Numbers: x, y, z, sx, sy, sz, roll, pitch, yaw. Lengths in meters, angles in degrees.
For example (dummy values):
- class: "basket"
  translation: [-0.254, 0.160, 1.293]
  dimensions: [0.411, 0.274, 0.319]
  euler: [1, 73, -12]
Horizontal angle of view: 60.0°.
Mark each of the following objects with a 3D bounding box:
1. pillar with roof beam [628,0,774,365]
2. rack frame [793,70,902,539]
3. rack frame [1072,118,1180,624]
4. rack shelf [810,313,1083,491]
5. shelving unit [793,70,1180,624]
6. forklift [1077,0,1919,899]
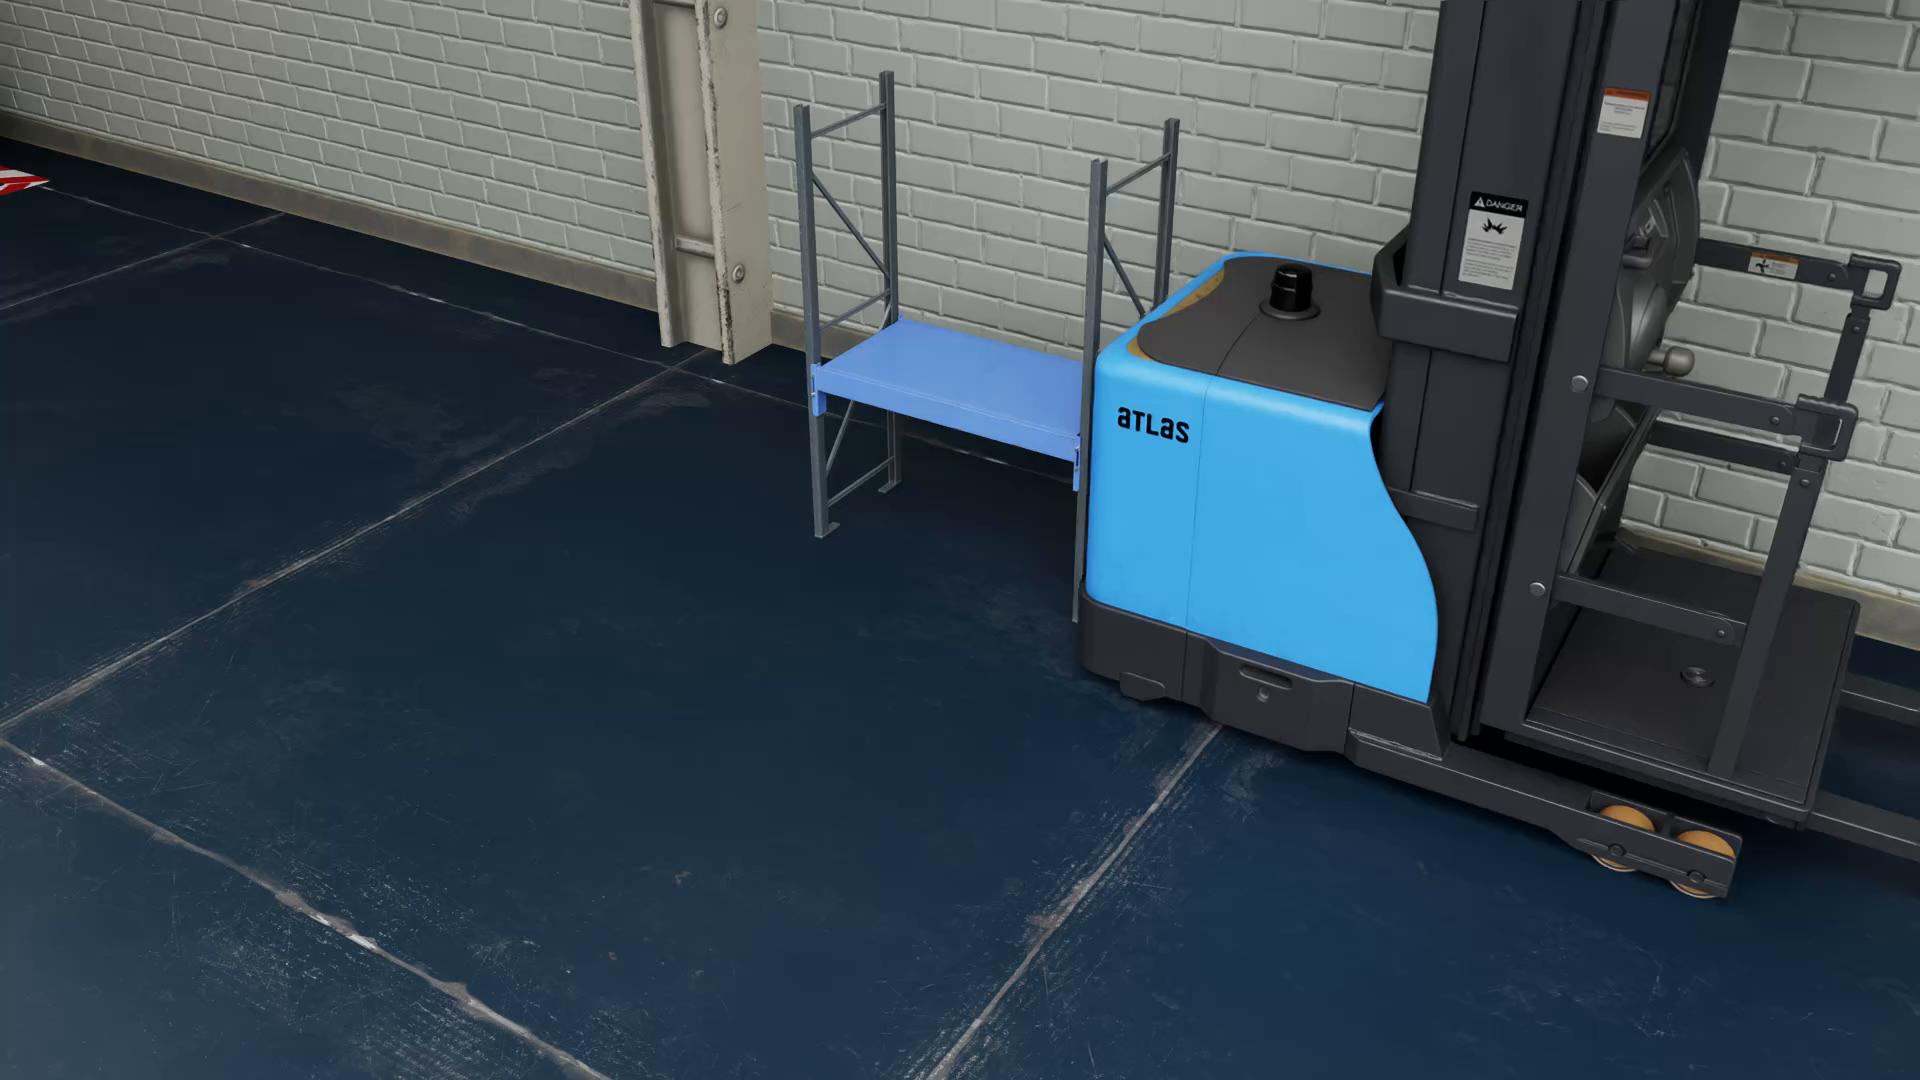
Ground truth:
- class: "pillar with roof beam"
  translation: [-3.335, -2.907, 1.803]
  dimensions: [0.400, 9.000, 9.100]
  euler: [18, 35, 27]
- class: "rack frame"
  translation: [-0.358, -0.761, 5.566]
  dimensions: [0.032, 1.500, 0.500]
  euler: [18, 35, 27]
- class: "rack frame"
  translation: [0.503, -0.489, 5.099]
  dimensions: [0.032, 1.500, 0.500]
  euler: [18, 35, 27]
- class: "rack shelf"
  translation: [0.072, -0.470, 5.424]
  dimensions: [1.000, 0.185, 0.538]
  euler: [18, 35, 27]
- class: "shelving unit"
  translation: [0.072, -0.625, 5.333]
  dimensions: [1.048, 1.500, 0.538]
  euler: [18, 35, 27]
- class: "forklift"
  translation: [1.883, -0.669, 3.989]
  dimensions: [3.031, 2.935, 1.130]
  euler: [17, 34, 26]
